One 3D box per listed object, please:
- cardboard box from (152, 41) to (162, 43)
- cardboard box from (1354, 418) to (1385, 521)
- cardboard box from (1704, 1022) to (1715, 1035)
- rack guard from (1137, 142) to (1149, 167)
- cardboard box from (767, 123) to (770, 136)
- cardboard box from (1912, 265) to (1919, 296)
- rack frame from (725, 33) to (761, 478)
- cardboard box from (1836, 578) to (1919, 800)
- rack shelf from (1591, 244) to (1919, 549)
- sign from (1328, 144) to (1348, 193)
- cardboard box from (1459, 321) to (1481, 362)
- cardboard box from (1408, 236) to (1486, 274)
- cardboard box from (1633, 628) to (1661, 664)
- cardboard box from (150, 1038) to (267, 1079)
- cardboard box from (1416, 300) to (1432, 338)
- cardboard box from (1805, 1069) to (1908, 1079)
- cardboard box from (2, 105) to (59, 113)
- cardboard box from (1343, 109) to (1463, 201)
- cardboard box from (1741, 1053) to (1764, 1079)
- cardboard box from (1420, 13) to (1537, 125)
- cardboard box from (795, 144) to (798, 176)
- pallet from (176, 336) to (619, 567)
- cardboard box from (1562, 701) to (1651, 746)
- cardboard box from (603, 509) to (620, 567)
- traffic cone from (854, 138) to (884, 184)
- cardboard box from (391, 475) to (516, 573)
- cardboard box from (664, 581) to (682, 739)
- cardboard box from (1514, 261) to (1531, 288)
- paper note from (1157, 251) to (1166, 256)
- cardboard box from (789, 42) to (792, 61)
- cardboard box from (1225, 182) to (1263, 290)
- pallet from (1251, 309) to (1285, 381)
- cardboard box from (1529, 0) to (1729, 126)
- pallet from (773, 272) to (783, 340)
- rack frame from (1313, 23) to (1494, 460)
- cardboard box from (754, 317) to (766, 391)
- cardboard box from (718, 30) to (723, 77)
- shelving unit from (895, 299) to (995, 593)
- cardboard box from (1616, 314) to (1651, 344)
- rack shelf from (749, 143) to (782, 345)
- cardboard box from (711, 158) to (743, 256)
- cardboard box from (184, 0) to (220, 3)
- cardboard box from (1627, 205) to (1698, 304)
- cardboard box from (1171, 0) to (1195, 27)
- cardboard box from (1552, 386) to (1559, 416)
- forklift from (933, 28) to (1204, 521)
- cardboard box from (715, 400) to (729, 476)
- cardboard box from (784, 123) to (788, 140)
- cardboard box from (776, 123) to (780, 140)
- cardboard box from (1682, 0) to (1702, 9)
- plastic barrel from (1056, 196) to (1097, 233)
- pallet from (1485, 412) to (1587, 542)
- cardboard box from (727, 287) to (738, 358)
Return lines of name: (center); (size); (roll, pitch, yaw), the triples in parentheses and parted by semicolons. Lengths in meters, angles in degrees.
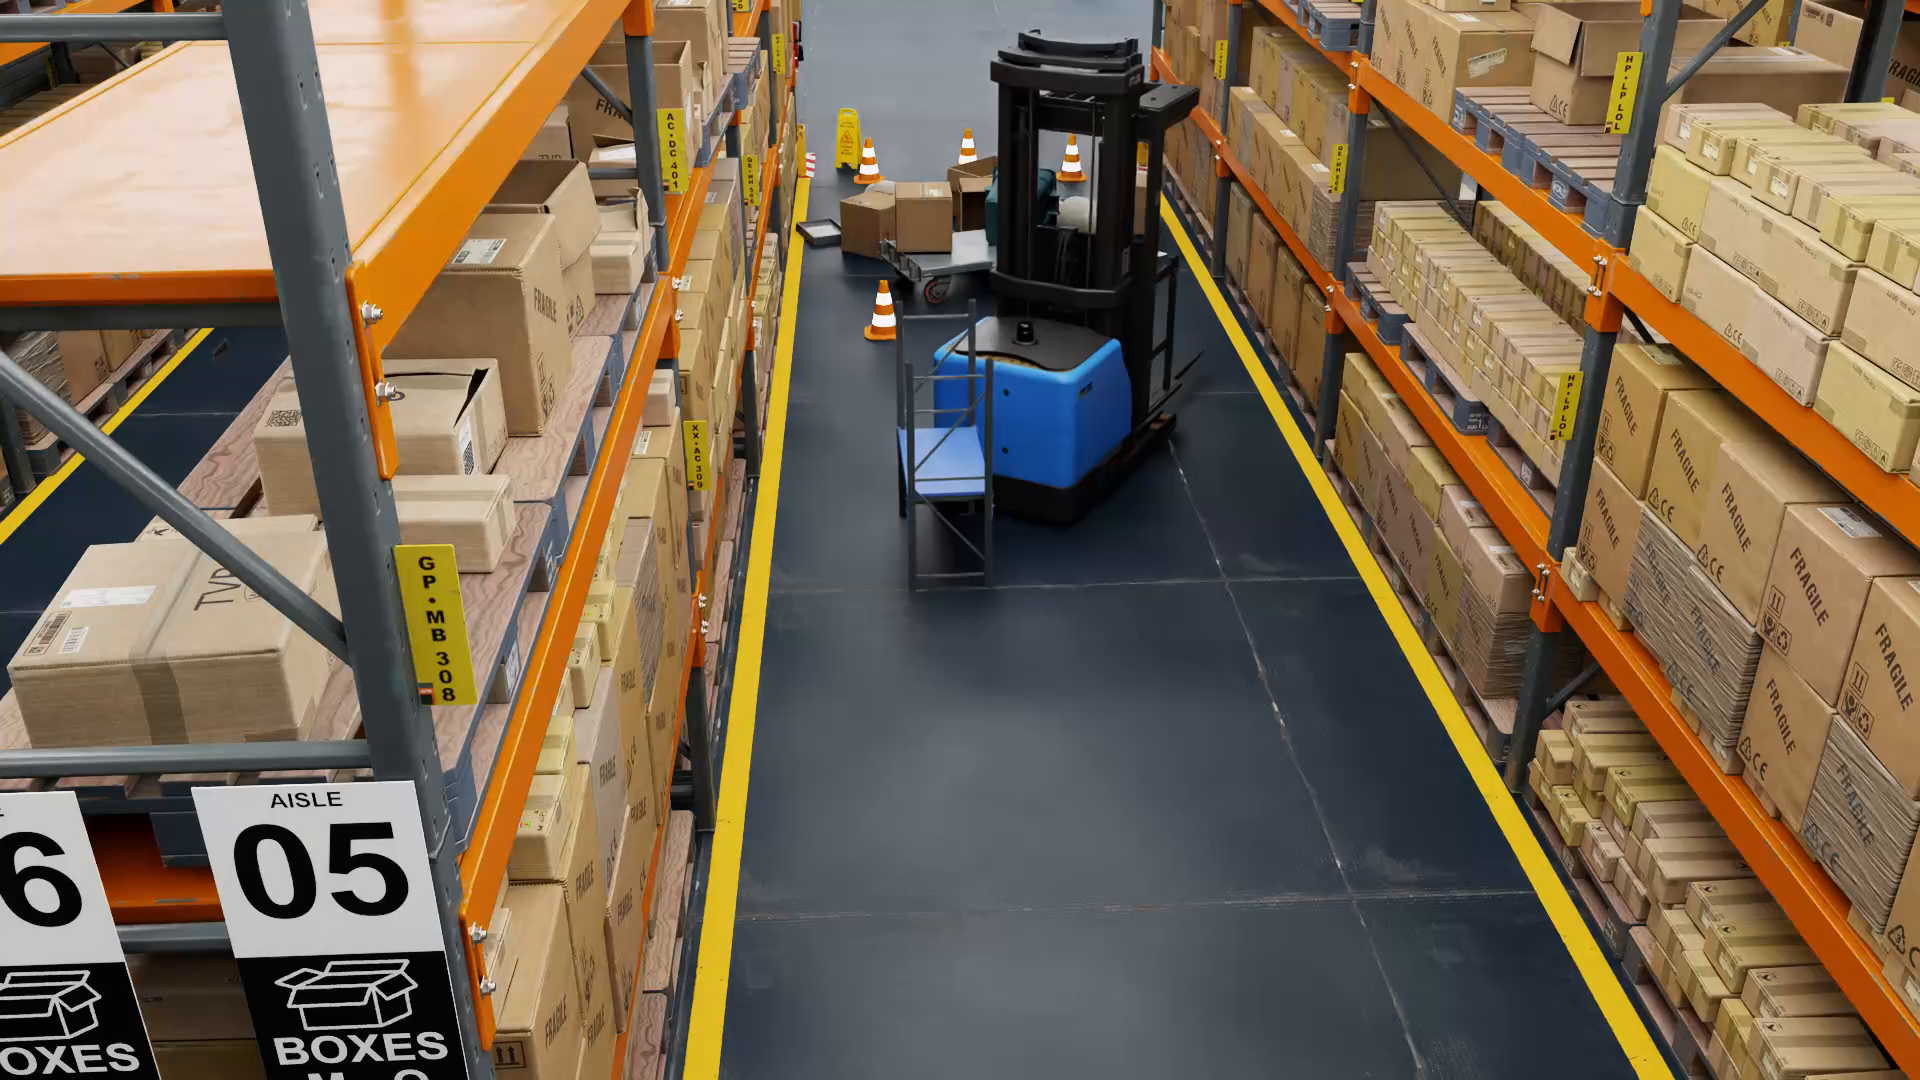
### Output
cardboard box: (-6.908, -4.358, 14.730); (0.380, 0.149, 0.250); (-2, 28, -4)
cardboard box: (2.854, -0.457, 10.631); (0.500, 0.500, 0.500); (-1, 28, -2)
cardboard box: (3.147, 1.875, 6.540); (0.380, 0.149, 0.250); (-1, 28, -1)
rack guard: (2.623, -4.541, 18.916); (1.175, 0.500, 0.348); (-1, 28, -3)
cardboard box: (-1.802, -3.469, 13.974); (0.380, 0.149, 0.250); (-1, 28, -2)
cardboard box: (3.091, -0.769, 4.927); (0.380, 0.149, 0.250); (-2, 28, -4)
rack frame: (-1.896, -1.778, 10.915); (1.000, 3.000, 0.127); (-1, 28, -3)
cardboard box: (3.125, 0.452, 5.129); (0.500, 0.500, 0.500); (0, 28, 0)
rack shelf: (3.355, -0.184, 5.393); (1.077, 0.370, 4.000); (-1, 28, -3)
sign: (2.488, -2.442, 10.937); (0.100, 0.325, 0.005); (-1, 28, -3)
cardboard box: (2.960, -1.091, 9.094); (0.380, 0.149, 0.250); (-1, 28, -2)
cardboard box: (2.911, -1.704, 9.949); (0.380, 0.149, 0.250); (-3, 28, -5)
cardboard box: (3.093, 0.393, 7.025); (0.380, 0.149, 0.250); (-3, 28, -5)
cardboard box: (-1.741, 1.212, 3.992); (0.500, 0.500, 0.500); (0, 28, -1)
cardboard box: (2.924, -1.311, 9.838); (0.380, 0.149, 0.250); (-1, 28, -1)
cardboard box: (3.133, 1.971, 5.712); (0.380, 0.149, 0.250); (-2, 28, -5)
cardboard box: (-7.250, -3.310, 13.042); (0.380, 0.149, 0.250); (-2, 28, -3)
cardboard box: (3.029, -2.639, 11.377); (0.700, 0.500, 0.500); (-2, 28, -3)
cardboard box: (3.078, 1.981, 6.015); (0.380, 0.149, 0.250); (-1, 28, -2)
cardboard box: (2.871, -2.586, 9.114); (0.500, 0.500, 0.500); (-1, 28, -3)
cardboard box: (-2.002, -4.061, 17.812); (0.500, 0.250, 0.500); (-2, 28, -3)
pallet: (-1.594, -0.281, 4.897); (1.003, 0.211, 1.213); (-1, 28, -3)
cardboard box: (3.062, 0.882, 7.801); (0.380, 0.149, 0.250); (0, 28, -1)
cardboard box: (-1.350, 0.021, 5.576); (0.380, 0.149, 0.250); (-2, 28, -4)
traffic cone: (-1.003, -4.180, 18.264); (0.336, 0.463, 0.334); (-1, 28, -3)
cardboard box: (-1.305, -0.040, 4.049); (0.380, 0.149, 0.250); (0, 28, -1)
cardboard box: (-1.375, 0.471, 6.495); (0.500, 0.500, 0.500); (-2, 28, -4)
cardboard box: (3.567, -1.573, 10.018); (0.380, 0.149, 0.250); (-1, 28, -3)
paper note: (1.894, -2.763, 16.015); (0.147, 0.020, 0.142); (-23, 35, -37)
cardboard box: (-1.989, -5.173, 16.995); (0.500, 0.500, 0.500); (-1, 28, -3)
cardboard box: (2.955, -2.695, 14.653); (1.050, 0.750, 0.750); (-2, 28, -3)
pallet: (3.015, -1.635, 13.657); (1.003, 0.211, 1.213); (-1, 28, -3)
cardboard box: (3.301, -2.375, 8.251); (0.797, 0.503, 0.637); (-2, 28, -3)
pallet: (-2.063, -2.029, 14.412); (1.003, 0.211, 1.213); (-1, 28, -3)
rack frame: (3.042, -1.944, 11.233); (1.000, 3.000, 0.127); (-1, 28, -3)
cardboard box: (-1.962, -1.400, 12.579); (0.950, 0.372, 0.625); (-2, 28, -4)
cardboard box: (-1.475, -2.607, 8.952); (0.396, 0.266, 0.258); (-2, 28, -4)
shelving unit: (-0.106, -0.591, 10.262); (0.538, 1.500, 1.048); (-2, 28, -5)
cardboard box: (3.634, -1.109, 8.806); (0.380, 0.149, 0.250); (-2, 28, -3)
rack shelf: (-2.000, -2.382, 12.852); (1.077, 0.370, 4.000); (-1, 28, -3)
cardboard box: (-1.608, -2.033, 10.214); (0.500, 0.500, 0.500); (-2, 28, -4)
cardboard box: (-7.460, -5.296, 16.530); (0.380, 0.149, 0.250); (-1, 28, -2)
cardboard box: (3.011, -1.140, 6.610); (0.500, 0.250, 0.500); (0, 28, 0)
cardboard box: (2.619, -5.498, 16.717); (0.875, 0.550, 0.550); (-1, 28, -3)
cardboard box: (3.035, -0.616, 7.861); (0.380, 0.149, 0.250); (0, 28, 0)
forklift: (0.938, -2.071, 11.552); (1.130, 2.935, 3.031); (14, 30, 24)
cardboard box: (-1.486, -0.549, 8.722); (0.500, 0.250, 0.500); (-2, 28, -3)
cardboard box: (-1.858, -3.912, 16.013); (0.380, 0.149, 0.250); (0, 28, 0)
cardboard box: (-1.801, -3.667, 14.808); (0.380, 0.149, 0.250); (-2, 28, -3)
cardboard box: (7.418, -5.378, 16.306); (0.500, 0.500, 0.500); (-1, 28, -3)
plastic barrel: (1.242, -3.136, 16.304); (0.512, 0.421, 0.421); (19, 33, 32)
pallet: (3.356, -0.368, 8.419); (1.003, 0.211, 1.213); (-1, 28, -3)
cardboard box: (-1.539, -1.243, 9.510); (0.500, 0.250, 0.500); (-2, 28, -4)
